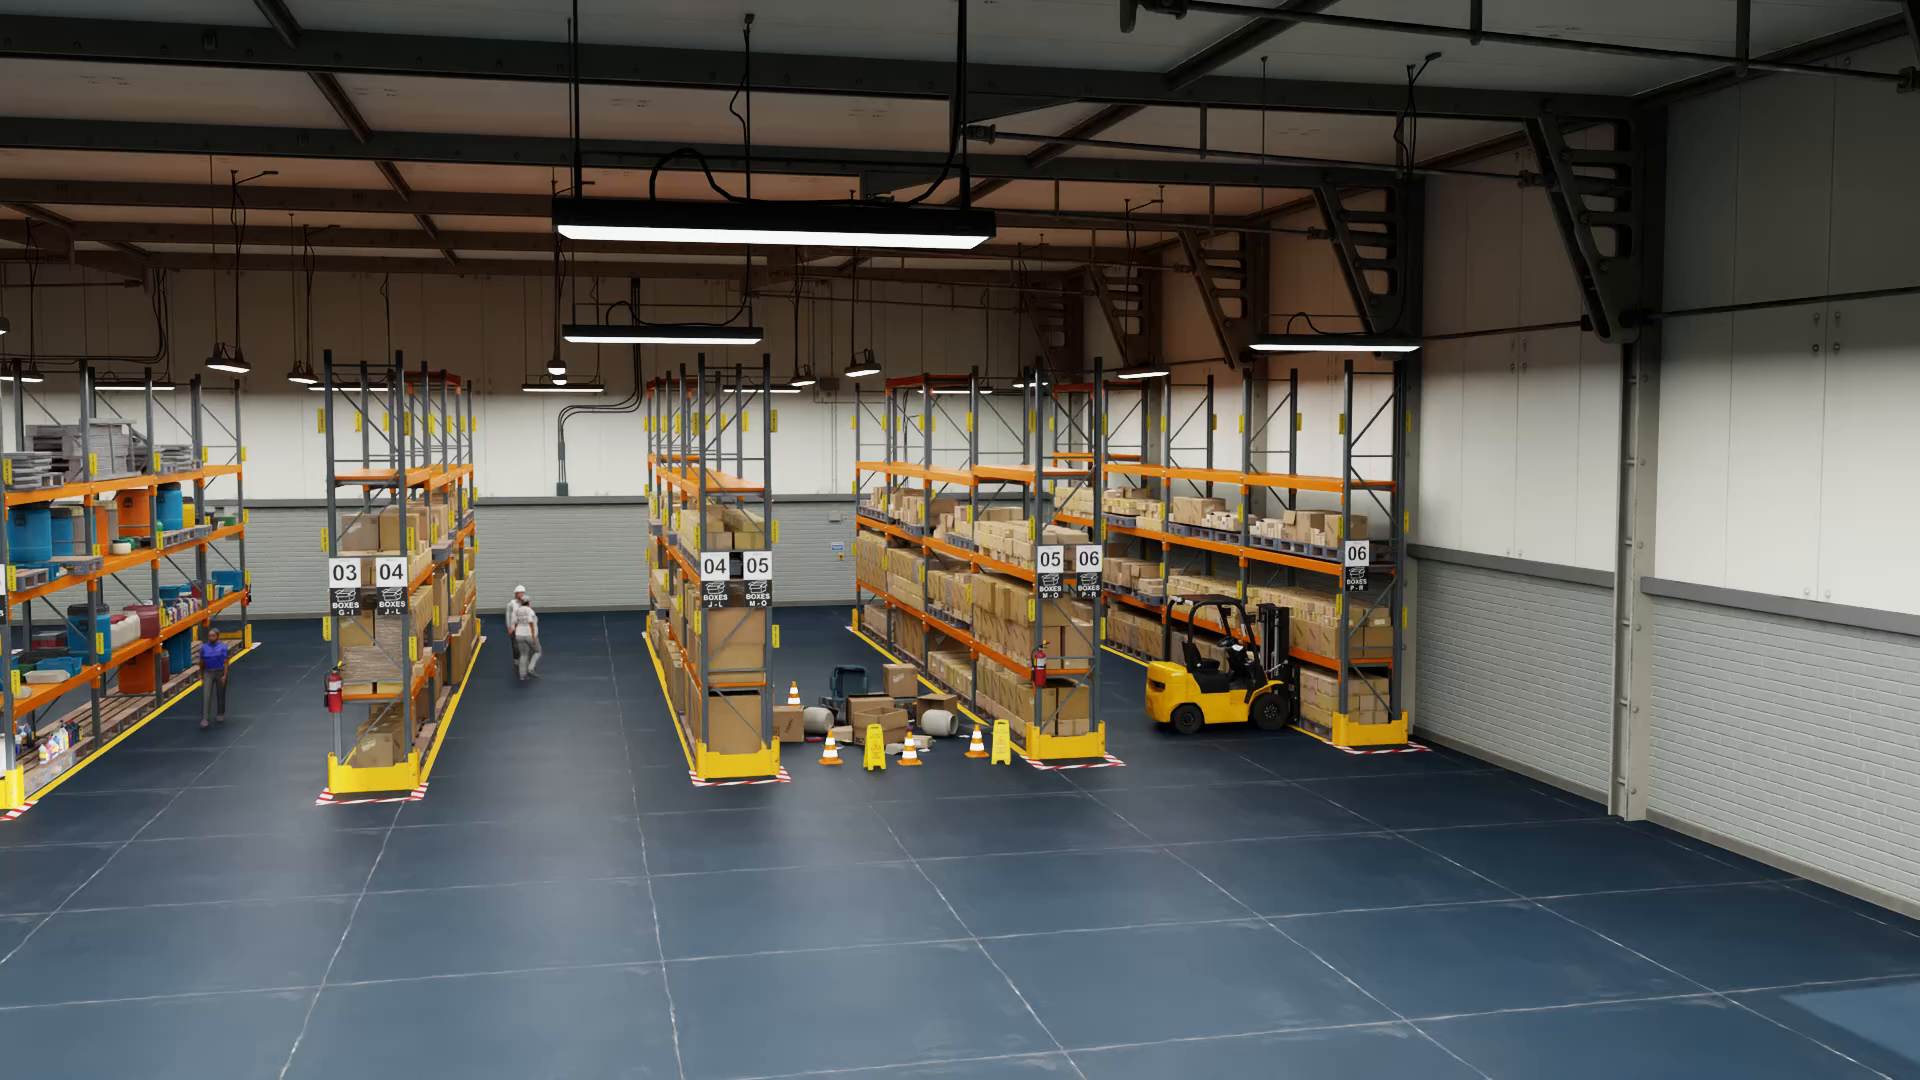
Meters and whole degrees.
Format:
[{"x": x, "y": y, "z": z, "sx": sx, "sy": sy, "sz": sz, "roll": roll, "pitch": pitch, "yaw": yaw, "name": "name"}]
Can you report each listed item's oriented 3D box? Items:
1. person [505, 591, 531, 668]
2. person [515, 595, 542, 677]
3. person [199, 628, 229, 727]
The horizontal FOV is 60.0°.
[{"x": -8.985, "y": 1.783, "z": 33.856, "sx": 0.522, "sy": 1.619, "sz": 0.914, "roll": -1, "pitch": 4, "yaw": -17, "name": "person"}, {"x": -8.470, "y": 1.868, "z": 32.495, "sx": 0.506, "sy": 1.574, "sz": 0.443, "roll": 1, "pitch": 4, "yaw": 12, "name": "person"}, {"x": -12.359, "y": 2.259, "z": 27.548, "sx": 0.468, "sy": 1.605, "sz": 0.970, "roll": -2, "pitch": 4, "yaw": -23, "name": "person"}]
